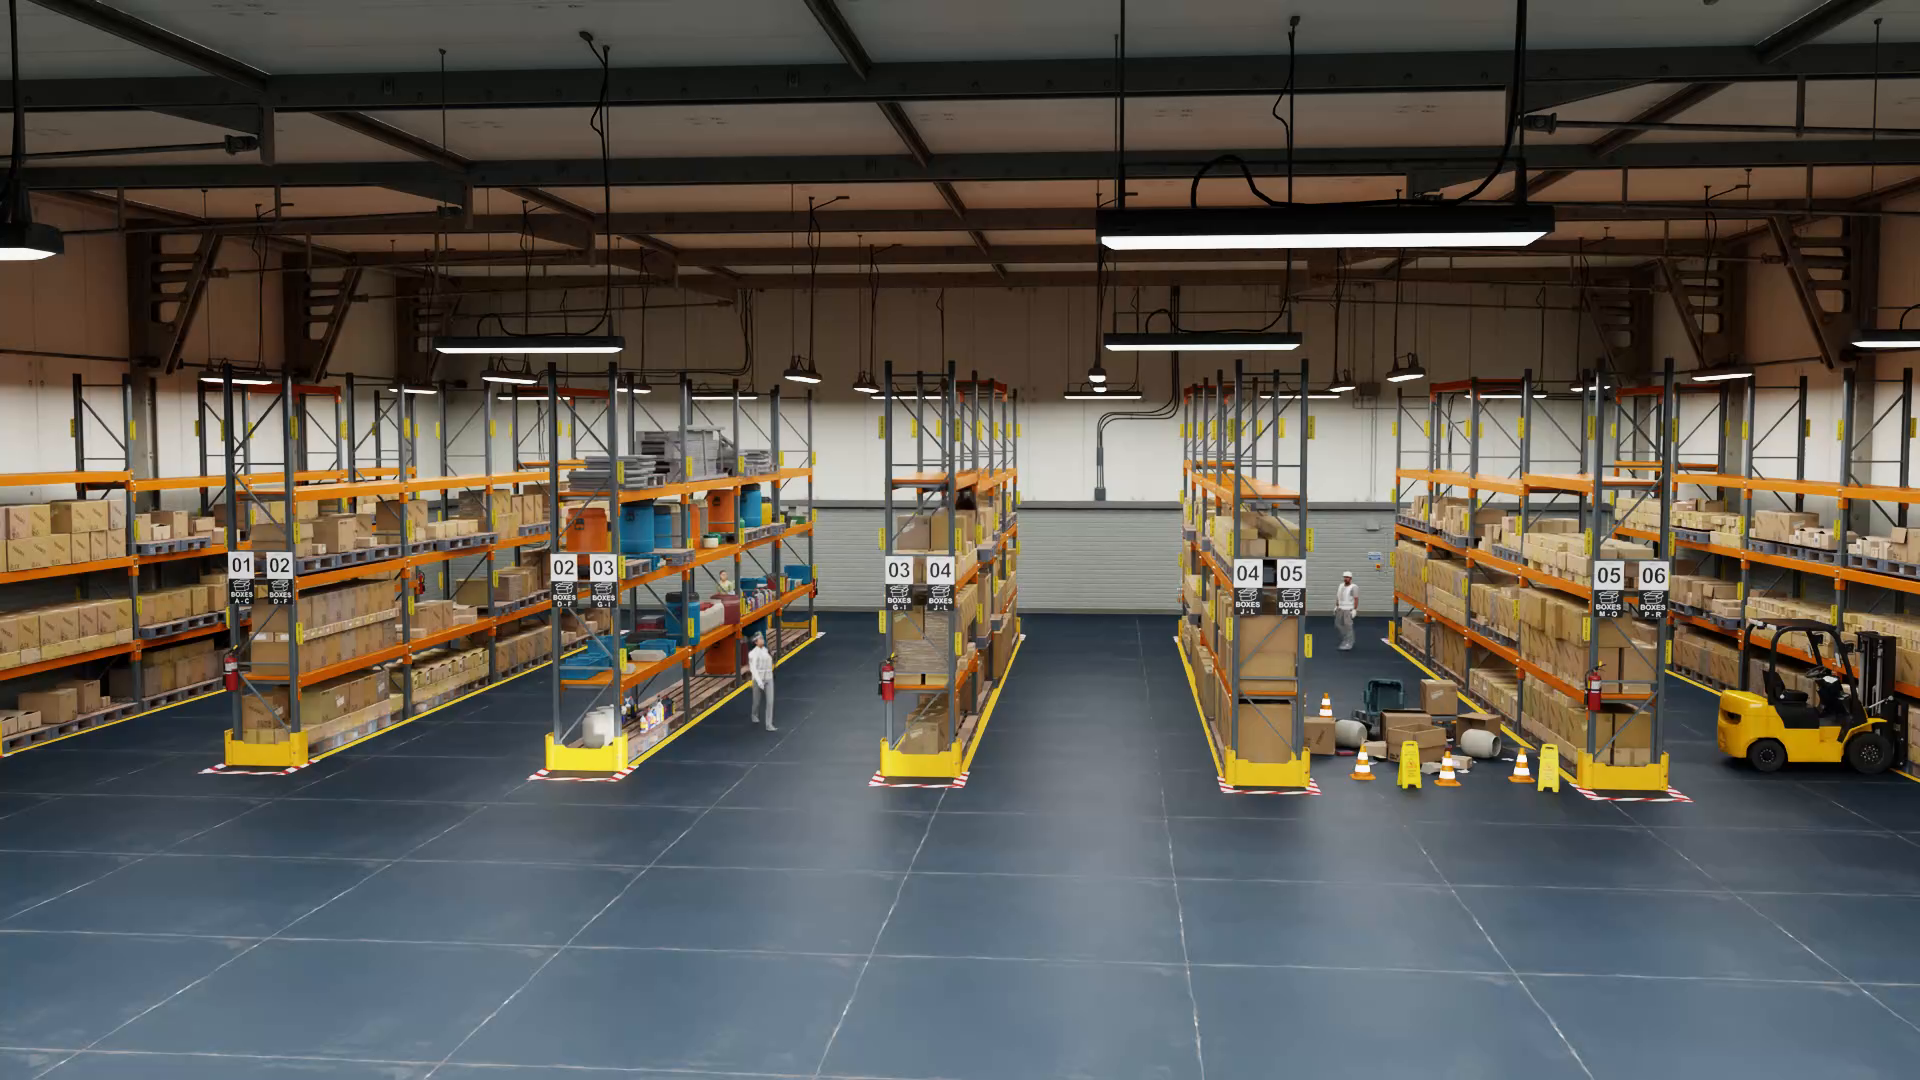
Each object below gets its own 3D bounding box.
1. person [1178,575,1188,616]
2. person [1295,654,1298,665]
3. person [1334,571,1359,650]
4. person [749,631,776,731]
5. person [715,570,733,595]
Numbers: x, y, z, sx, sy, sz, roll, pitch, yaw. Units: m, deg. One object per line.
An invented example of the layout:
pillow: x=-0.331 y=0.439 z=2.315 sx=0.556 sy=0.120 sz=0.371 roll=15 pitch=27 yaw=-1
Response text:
person: x=5.691 y=1.401 z=41.225 sx=0.594 sy=1.749 sz=0.586 roll=-3 pitch=5 yaw=-37
person: x=7.069 y=1.874 z=35.333 sx=0.348 sy=1.604 sz=0.428 roll=1 pitch=4 yaw=9
person: x=8.833 y=1.611 z=38.031 sx=0.446 sy=1.798 sz=0.600 roll=-1 pitch=4 yaw=-16
person: x=-3.324 y=2.347 z=27.897 sx=0.447 sy=1.645 sz=0.939 roll=-1 pitch=4 yaw=-16
person: x=-5.727 y=1.551 z=40.355 sx=0.531 sy=1.609 sz=1.016 roll=1 pitch=4 yaw=21
